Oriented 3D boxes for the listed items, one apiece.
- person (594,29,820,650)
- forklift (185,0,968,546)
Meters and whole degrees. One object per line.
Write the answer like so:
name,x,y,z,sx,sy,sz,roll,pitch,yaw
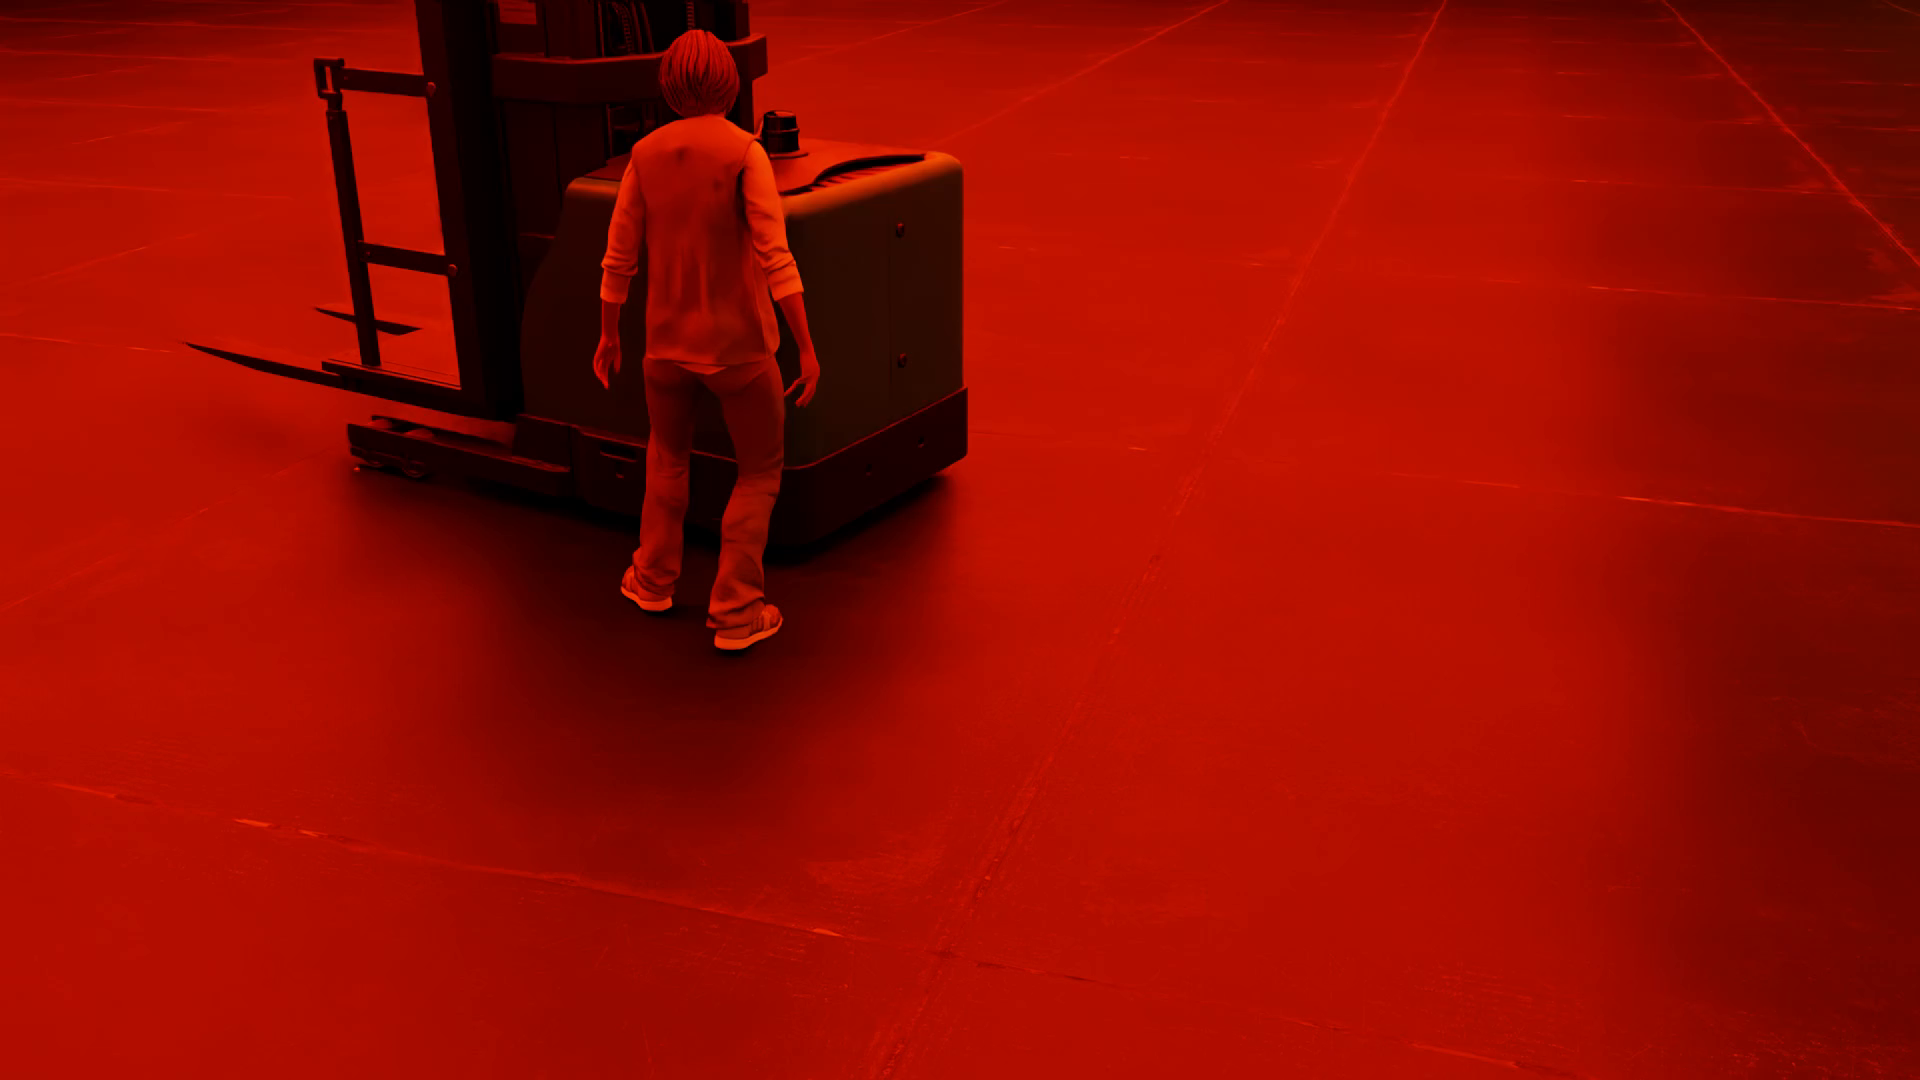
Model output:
person,-0.666,-0.487,4.277,0.732,1.565,0.388,9,24,20
forklift,-1.504,-1.723,5.454,3.031,2.935,1.130,13,26,28
